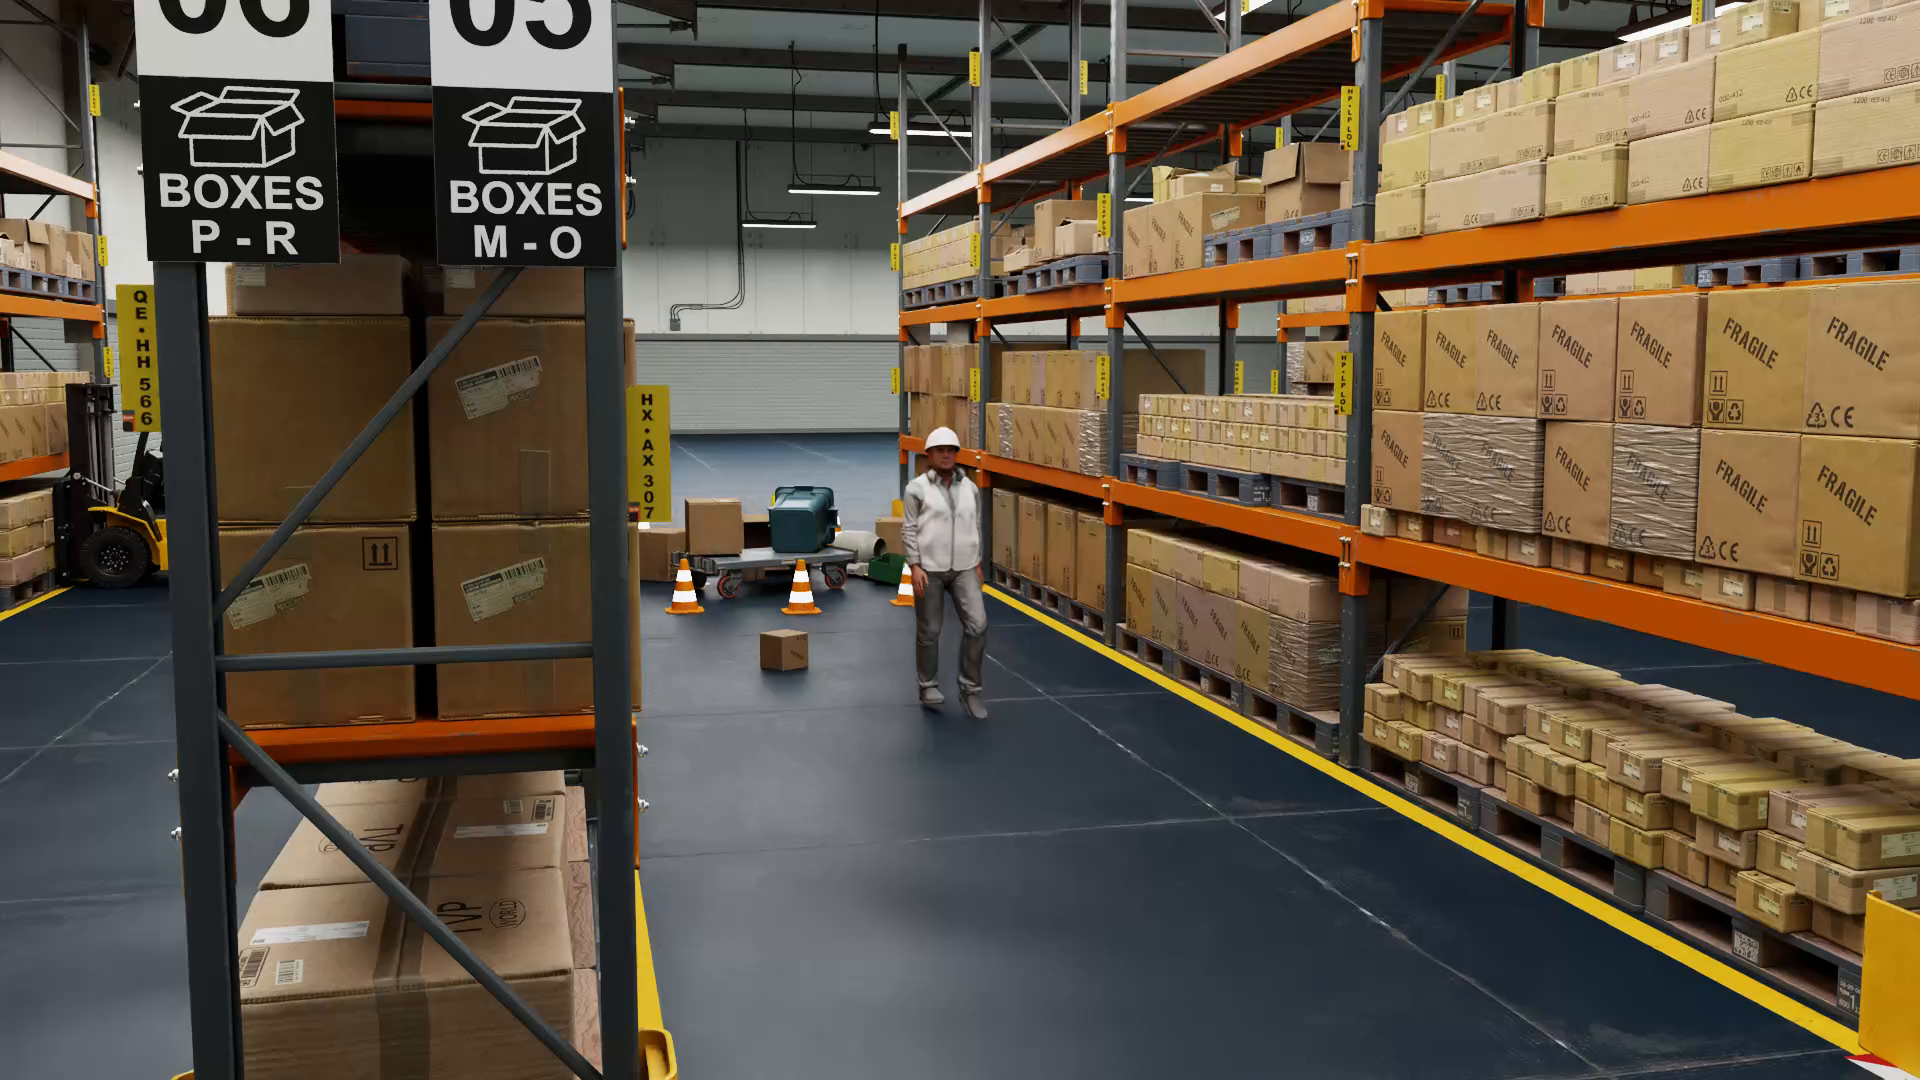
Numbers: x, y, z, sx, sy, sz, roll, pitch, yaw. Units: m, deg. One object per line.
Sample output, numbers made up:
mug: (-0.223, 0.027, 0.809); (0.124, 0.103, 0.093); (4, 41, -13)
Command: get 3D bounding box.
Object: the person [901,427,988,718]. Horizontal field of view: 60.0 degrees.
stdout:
person: (-0.093, 0.214, 10.430); (0.580, 1.838, 0.583); (-2, 6, -17)
